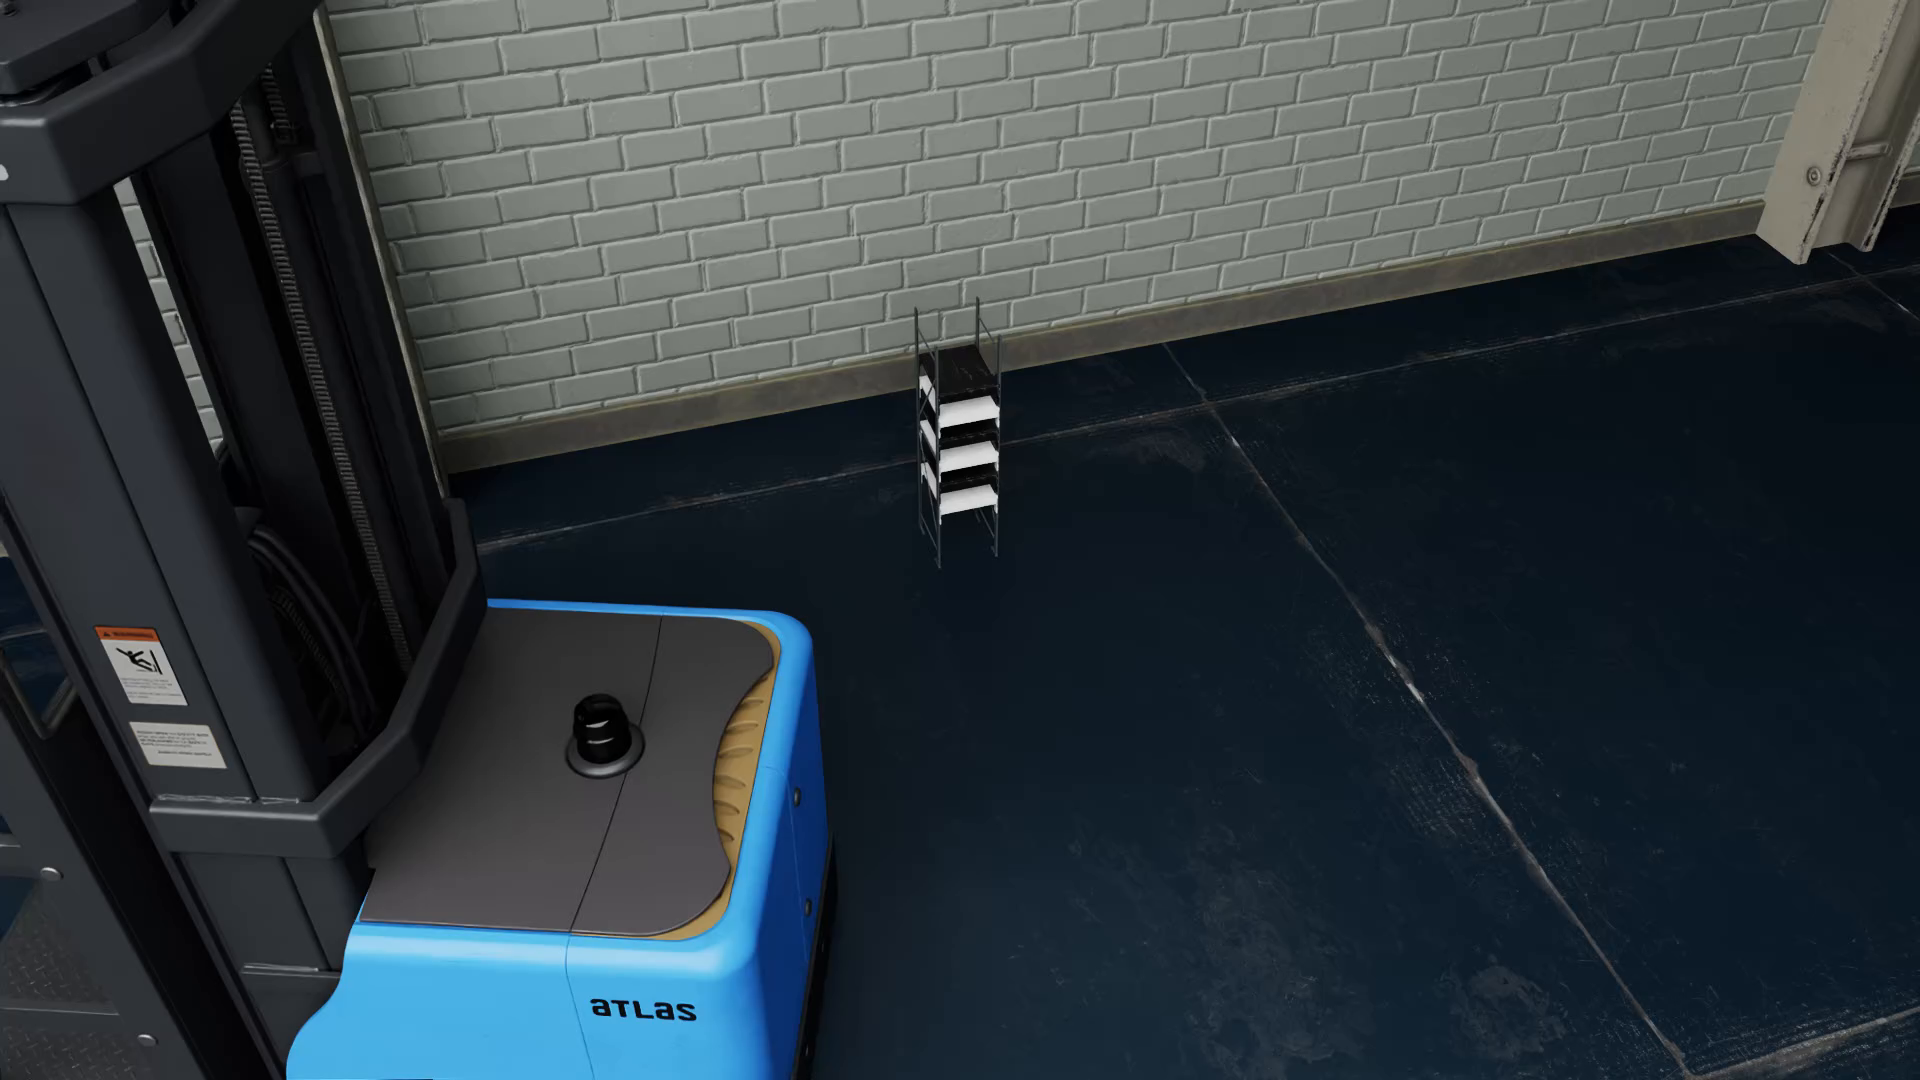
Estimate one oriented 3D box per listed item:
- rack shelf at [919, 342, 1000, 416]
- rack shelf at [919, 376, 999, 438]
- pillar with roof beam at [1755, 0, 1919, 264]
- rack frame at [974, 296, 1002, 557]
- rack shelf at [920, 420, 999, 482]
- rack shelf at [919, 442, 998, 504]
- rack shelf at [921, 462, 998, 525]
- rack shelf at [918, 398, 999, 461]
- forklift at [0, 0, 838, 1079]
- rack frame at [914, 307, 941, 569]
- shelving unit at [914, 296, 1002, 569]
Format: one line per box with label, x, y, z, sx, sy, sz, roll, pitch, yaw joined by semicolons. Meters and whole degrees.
rack shelf;-0.008;-0.516;5.296;0.200;0.077;0.258;-12;42;-13
rack shelf;-0.008;-0.448;5.356;0.200;0.077;0.258;-12;42;-13
pillar with roof beam;5.004;-1.997;1.197;0.400;9.000;9.100;-12;42;-13
rack frame;0.089;-0.357;5.475;0.006;0.900;0.240;-12;42;-13
rack shelf;-0.008;-0.312;5.474;0.200;0.077;0.258;-12;42;-13
rack shelf;-0.008;-0.244;5.533;0.200;0.077;0.258;-12;42;-13
rack shelf;-0.008;-0.177;5.592;0.200;0.077;0.258;-12;42;-13
rack shelf;-0.008;-0.380;5.415;0.200;0.077;0.258;-12;42;-13
forklift;-1.873;0.127;3.377;3.031;2.935;1.130;2;41;3
rack frame;-0.105;-0.317;5.429;0.006;0.900;0.240;-12;42;-13
shelving unit;-0.008;-0.337;5.452;0.210;0.900;0.258;-12;42;-13
